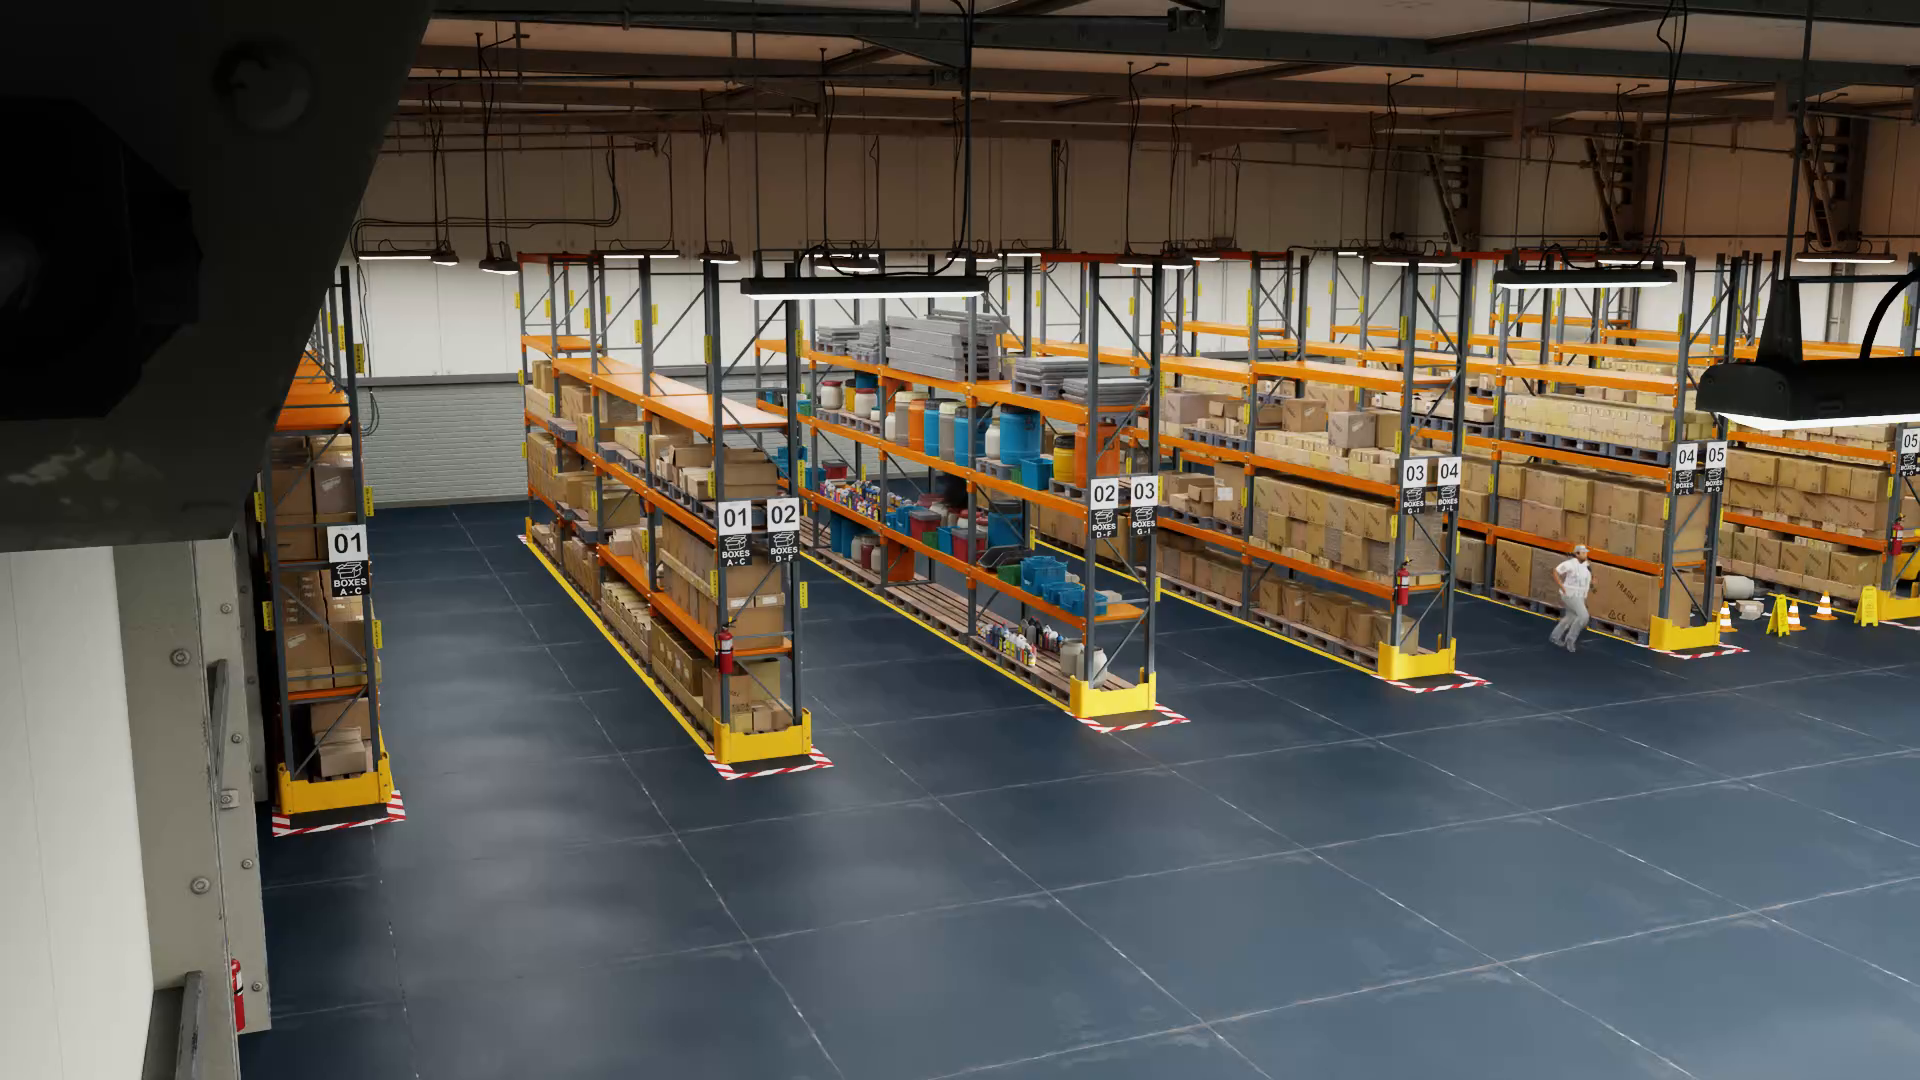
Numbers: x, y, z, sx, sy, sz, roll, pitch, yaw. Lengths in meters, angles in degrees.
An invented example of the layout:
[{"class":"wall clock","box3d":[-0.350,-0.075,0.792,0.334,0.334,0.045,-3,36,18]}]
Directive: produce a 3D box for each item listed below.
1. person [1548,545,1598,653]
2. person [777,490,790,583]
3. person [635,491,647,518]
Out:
[{"class":"person","box3d":[9.466,0.887,25.662,0.589,1.671,0.731,-9,14,-40]},{"class":"person","box3d":[-3.137,-0.049,29.252,0.518,1.709,0.855,-4,11,-23]},{"class":"person","box3d":[-6.692,-0.894,35.213,0.655,1.709,0.945,-8,13,-37]}]
